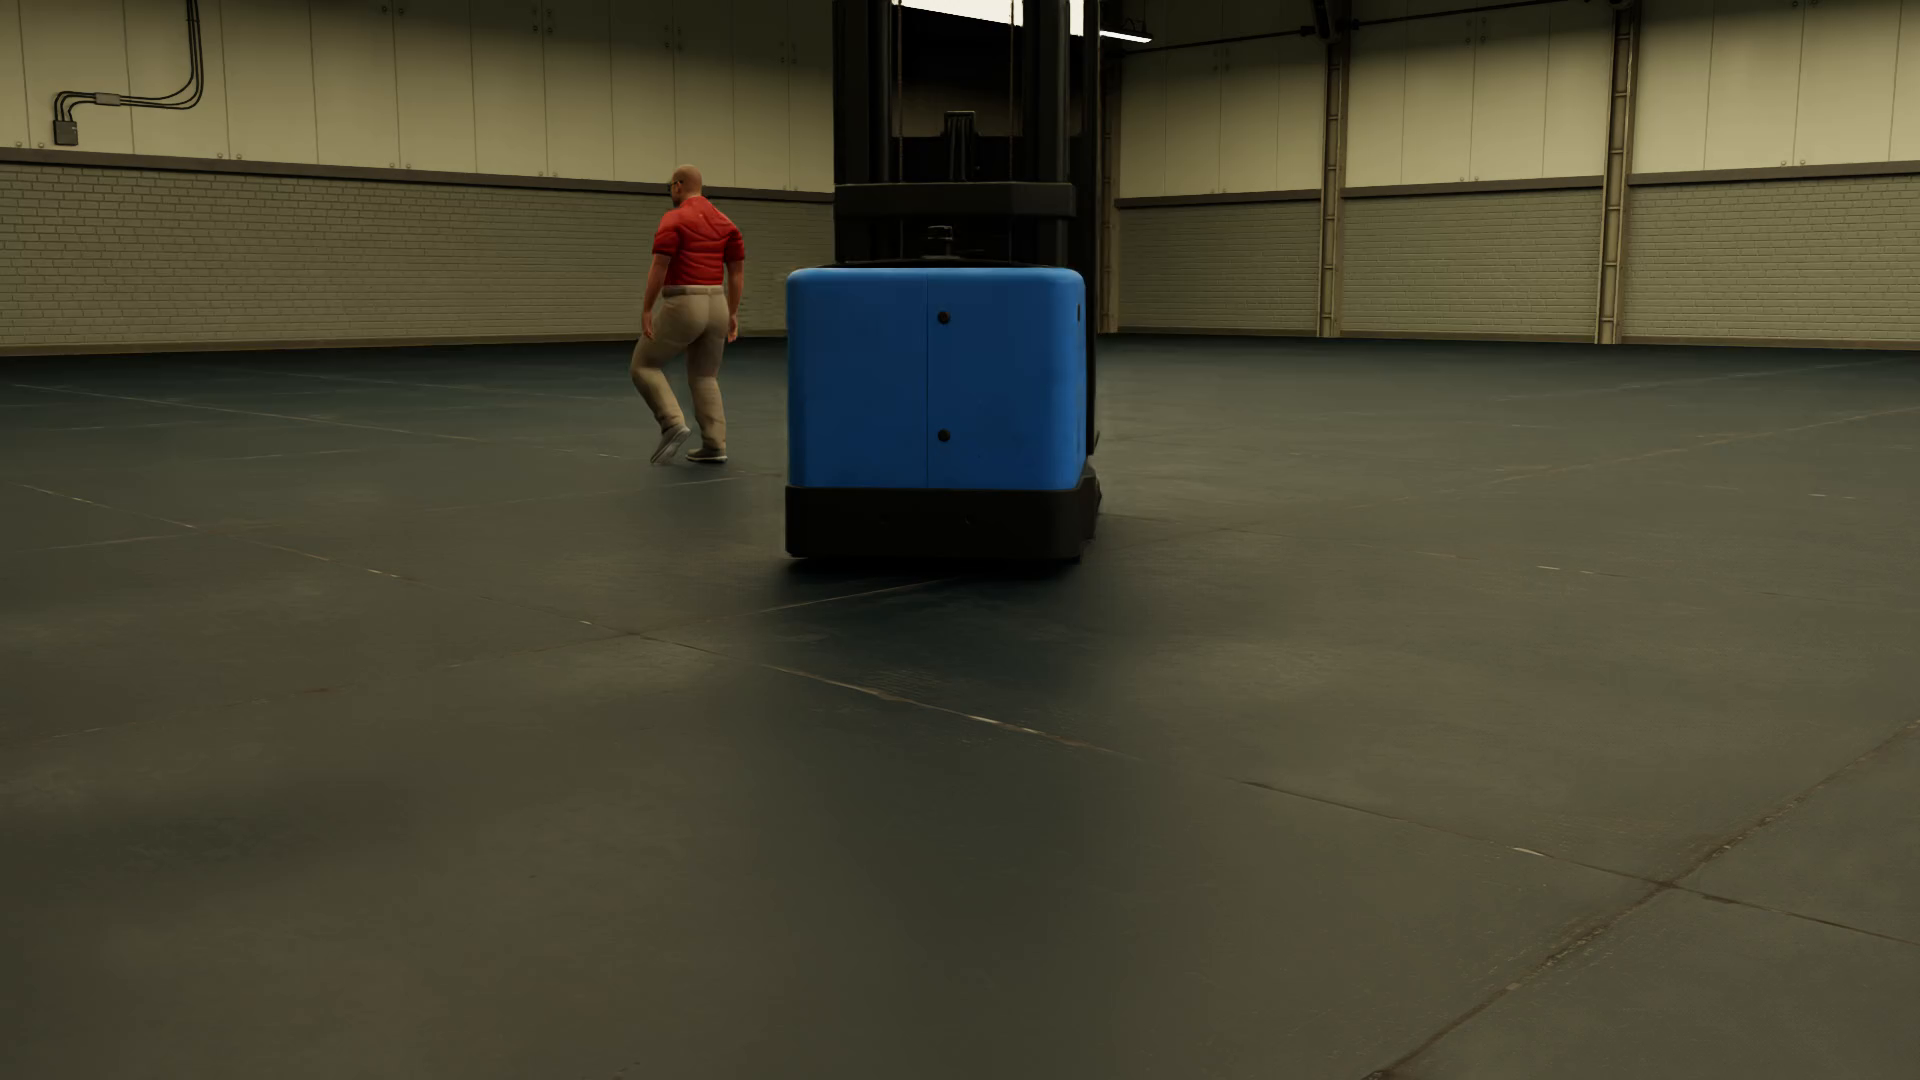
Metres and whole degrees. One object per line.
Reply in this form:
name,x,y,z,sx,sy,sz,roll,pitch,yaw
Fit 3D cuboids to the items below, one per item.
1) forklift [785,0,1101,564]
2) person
forklift,0.050,-1.541,7.111,1.130,2.935,3.031,1,9,6
person,-1.603,-1.296,9.653,0.467,1.726,0.666,7,11,39
